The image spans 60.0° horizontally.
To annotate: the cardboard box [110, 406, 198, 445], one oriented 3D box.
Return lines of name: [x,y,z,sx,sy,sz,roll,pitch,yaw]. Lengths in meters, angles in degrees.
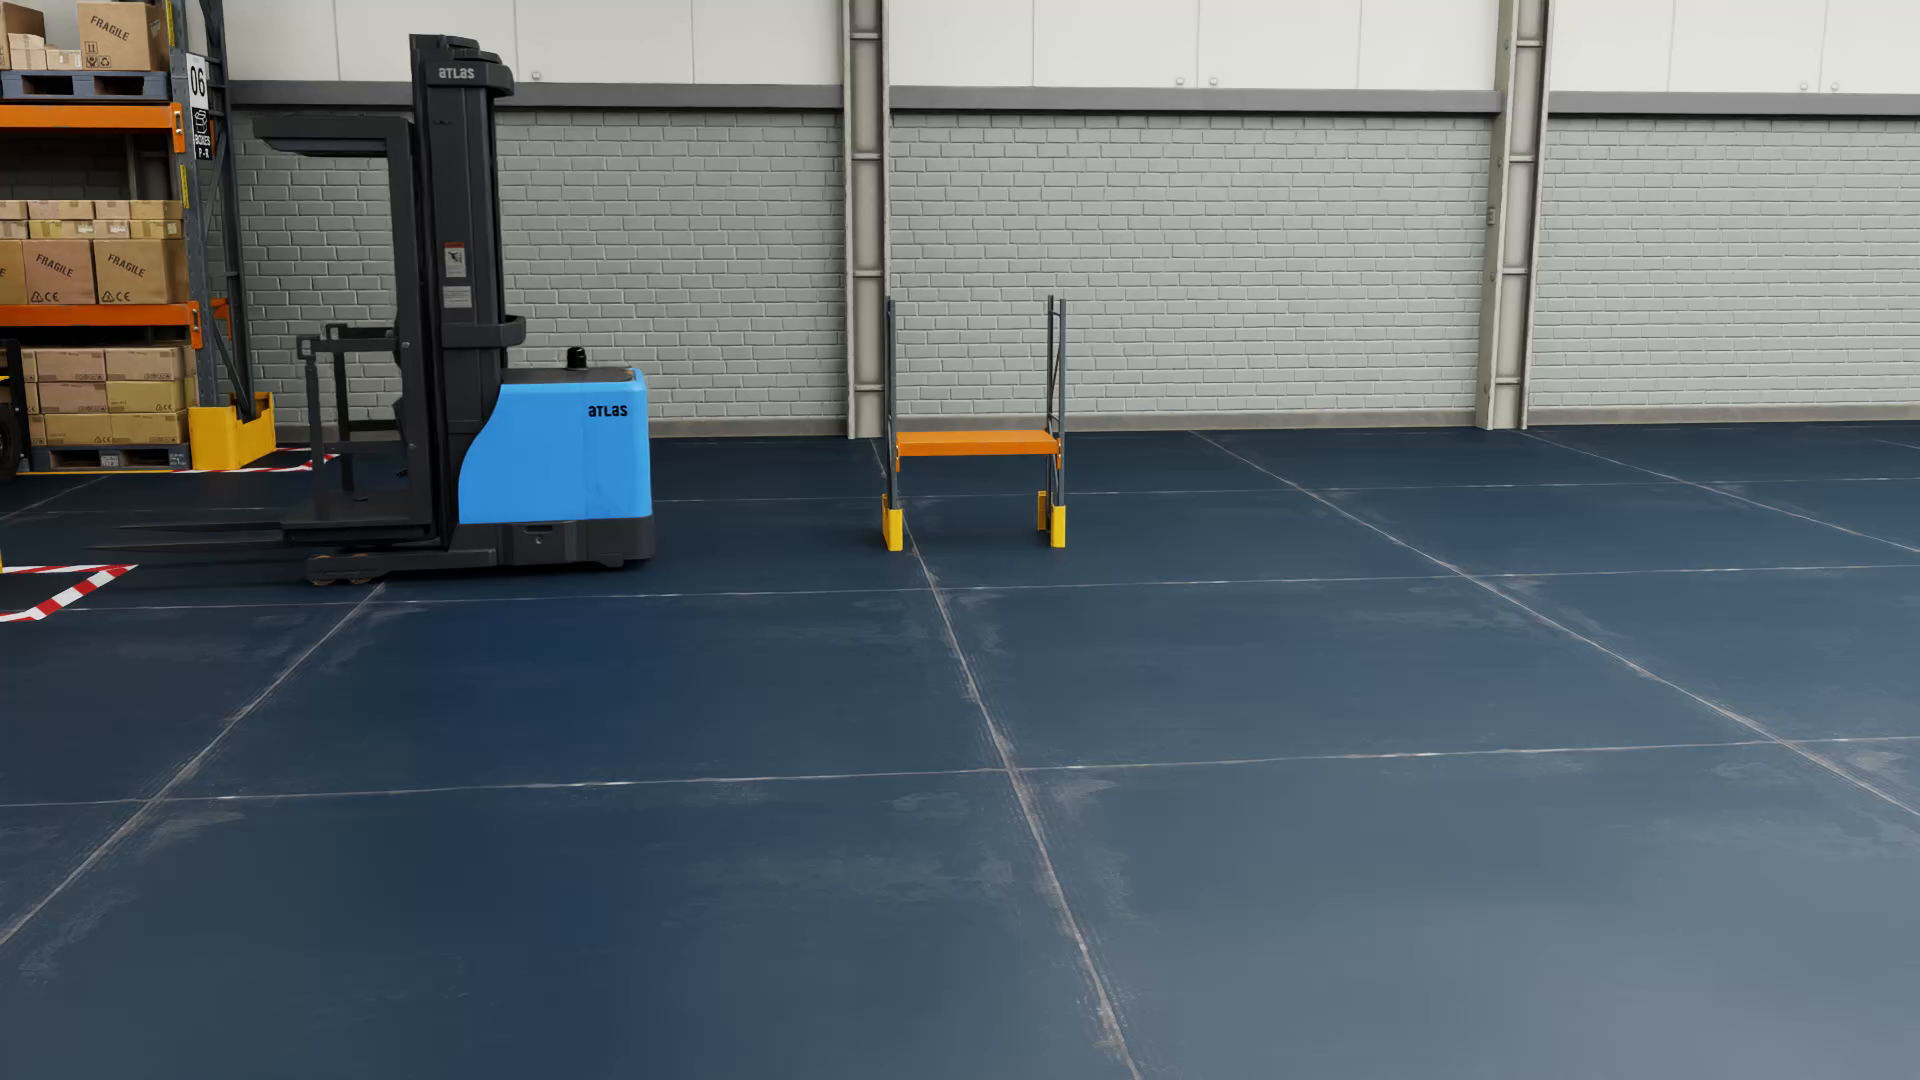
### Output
cardboard box: [-6.436,-0.921,13.314,0.500,0.250,0.500,-1,11,-6]

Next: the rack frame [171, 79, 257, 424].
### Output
rack frame: [-6.003,-2.134,13.447,0.127,3.000,1.000,-1,11,-6]

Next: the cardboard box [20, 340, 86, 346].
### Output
cardboard box: [-7.496,-1.488,13.610,0.500,0.250,0.500,-1,11,-6]

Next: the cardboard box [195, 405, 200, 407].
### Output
cardboard box: [-6.512,-1.018,13.810,0.500,0.250,0.500,-1,11,-6]

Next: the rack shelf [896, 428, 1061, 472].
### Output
rack shelf: [0.085,-0.561,10.267,1.000,0.185,0.538,-1,11,-6]

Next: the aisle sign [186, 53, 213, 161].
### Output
aisle sign: [-5.906,-3.355,12.917,0.004,0.787,0.394,-1,11,-6]

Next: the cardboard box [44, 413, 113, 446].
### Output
cardboard box: [-6.931,-0.912,13.270,0.500,0.250,0.500,-1,11,-6]

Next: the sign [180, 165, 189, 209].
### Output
sign: [-5.958,-2.714,12.782,0.005,0.325,0.100,-1,11,-6]

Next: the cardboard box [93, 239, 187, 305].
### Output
cardboard box: [-6.464,-2.122,13.129,0.500,0.500,0.500,-1,11,-7]

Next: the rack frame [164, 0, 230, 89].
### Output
rack frame: [-6.003,-5.078,12.868,0.127,3.000,1.000,-1,11,-6]

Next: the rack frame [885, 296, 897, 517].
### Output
rack frame: [-0.421,-0.727,10.179,0.032,1.500,0.500,-1,11,-6]

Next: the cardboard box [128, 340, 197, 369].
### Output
cardboard box: [-6.501,-1.508,13.709,0.500,0.250,0.500,-1,11,-7]

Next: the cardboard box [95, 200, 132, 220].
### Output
cardboard box: [-6.578,-2.588,13.046,0.250,0.149,0.380,-1,11,-6]

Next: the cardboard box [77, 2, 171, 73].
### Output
cardboard box: [-6.417,-3.854,12.813,0.500,0.500,0.500,-1,11,-4]

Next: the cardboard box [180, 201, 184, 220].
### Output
cardboard box: [-6.360,-2.681,13.519,0.250,0.149,0.380,-1,11,-7]

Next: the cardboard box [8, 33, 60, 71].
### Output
cardboard box: [-7.046,-3.714,12.710,0.258,0.266,0.396,-1,11,-6]

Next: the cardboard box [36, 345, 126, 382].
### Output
cardboard box: [-6.934,-1.400,13.162,0.500,0.250,0.500,-1,11,-5]

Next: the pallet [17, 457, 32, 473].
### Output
pallet: [-7.969,-0.717,13.468,1.213,0.211,1.003,-1,11,-6]

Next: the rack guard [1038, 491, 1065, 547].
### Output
rack guard: [0.571,-0.135,10.405,0.087,0.250,0.587,-1,11,-6]

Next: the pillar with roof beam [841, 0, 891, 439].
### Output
pillar with roof beam: [-0.363,-4.535,10.110,0.400,9.000,9.100,-1,11,-6]

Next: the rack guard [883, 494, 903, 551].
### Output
rack guard: [-0.419,-0.114,10.299,0.087,0.250,0.587,-1,11,-6]

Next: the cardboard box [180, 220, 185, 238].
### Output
cardboard box: [-6.368,-2.544,13.592,0.250,0.149,0.380,-1,11,-8]

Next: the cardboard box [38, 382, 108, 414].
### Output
cardboard box: [-6.953,-1.158,13.224,0.500,0.250,0.500,-1,11,-7]

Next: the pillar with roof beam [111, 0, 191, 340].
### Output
pillar with roof beam: [-6.327,-4.410,9.474,0.400,9.000,9.100,-1,11,-6]

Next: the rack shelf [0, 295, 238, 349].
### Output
rack shelf: [-7.991,-1.739,13.304,4.000,0.370,1.077,-1,11,-6]

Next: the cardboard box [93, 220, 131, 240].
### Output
cardboard box: [-6.568,-2.429,13.009,0.250,0.149,0.380,-1,11,-5]

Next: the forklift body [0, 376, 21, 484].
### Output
forklift body: [-7.691,-1.328,11.548,1.214,2.155,2.313,-1,11,-6]

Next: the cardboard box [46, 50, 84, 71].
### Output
cardboard box: [-6.794,-3.662,12.748,0.250,0.149,0.380,-2,11,-8]

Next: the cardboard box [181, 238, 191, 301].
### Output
cardboard box: [-6.525,-2.226,13.656,0.500,0.500,0.500,-1,11,-4]

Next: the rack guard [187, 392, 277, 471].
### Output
rack guard: [-5.979,-0.908,13.691,0.348,0.500,1.175,-1,11,-6]

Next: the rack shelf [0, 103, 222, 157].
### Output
rack shelf: [-7.991,-3.211,13.015,4.000,0.370,1.077,-1,11,-6]

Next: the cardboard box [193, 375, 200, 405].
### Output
cardboard box: [-6.493,-1.266,13.776,0.500,0.250,0.500,-1,11,-5]

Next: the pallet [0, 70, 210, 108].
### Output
pallet: [-6.709,-3.553,13.117,1.213,0.211,1.003,-1,11,-6]

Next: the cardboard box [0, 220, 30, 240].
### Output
cardboard box: [-7.341,-2.418,12.951,0.250,0.149,0.380,-2,11,-8]

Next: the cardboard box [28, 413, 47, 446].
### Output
cardboard box: [-7.430,-0.903,13.226,0.500,0.250,0.500,-1,11,-5]

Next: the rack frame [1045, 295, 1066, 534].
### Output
rack frame: [0.590,-0.748,10.286,0.032,1.500,0.500,-1,11,-6]

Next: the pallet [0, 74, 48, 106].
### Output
pallet: [-7.924,-3.527,12.984,1.213,0.211,1.003,-1,11,-6]

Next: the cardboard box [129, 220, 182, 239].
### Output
cardboard box: [-6.317,-2.440,13.065,0.250,0.149,0.380,-1,11,-5]

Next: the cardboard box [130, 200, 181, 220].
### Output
cardboard box: [-6.336,-2.599,13.103,0.250,0.149,0.380,-1,11,-6]

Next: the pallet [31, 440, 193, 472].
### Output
pallet: [-6.759,-0.742,13.594,1.213,0.211,1.003,-1,11,-6]

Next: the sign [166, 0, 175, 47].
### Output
sign: [-5.958,-3.897,12.549,0.005,0.325,0.100,-1,11,-6]

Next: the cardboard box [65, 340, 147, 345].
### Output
cardboard box: [-6.997,-1.497,13.653,0.500,0.250,0.500,-1,11,-6]

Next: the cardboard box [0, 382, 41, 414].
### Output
cardboard box: [-7.464,-1.143,13.149,0.500,0.250,0.500,-1,11,-7]

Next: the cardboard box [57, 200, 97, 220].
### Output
cardboard box: [-6.835,-2.578,12.992,0.250,0.149,0.380,-1,11,-5]

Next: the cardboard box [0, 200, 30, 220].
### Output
cardboard box: [-7.338,-2.560,12.902,0.250,0.149,0.380,-1,11,-5]

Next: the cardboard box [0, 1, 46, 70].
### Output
cardboard box: [-7.446,-3.852,12.802,0.500,0.500,0.700,-1,11,-6]

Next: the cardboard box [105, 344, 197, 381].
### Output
cardboard box: [-6.427,-1.412,13.222,0.500,0.250,0.500,-1,11,-4]

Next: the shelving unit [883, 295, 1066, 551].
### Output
shelving unit: [0.076,-0.738,10.231,1.083,1.500,0.587,-1,11,-6]

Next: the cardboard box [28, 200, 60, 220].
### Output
cardboard box: [-7.091,-2.587,13.038,0.250,0.149,0.380,-1,11,-6]

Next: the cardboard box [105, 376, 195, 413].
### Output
cardboard box: [-6.453,-1.166,13.267,0.500,0.250,0.500,-1,11,-7]

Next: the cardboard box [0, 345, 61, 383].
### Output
cardboard box: [-7.435,-1.388,13.099,0.500,0.250,0.500,-1,11,-5]

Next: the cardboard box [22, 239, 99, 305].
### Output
cardboard box: [-6.981,-2.113,13.083,0.500,0.500,0.500,-1,11,-4]

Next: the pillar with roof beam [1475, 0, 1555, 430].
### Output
pillar with roof beam: [5.602,-4.660,10.746,0.400,9.000,9.100,-1,11,-6]

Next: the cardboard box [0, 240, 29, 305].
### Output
cardboard box: [-7.490,-2.103,13.028,0.500,0.500,0.500,-1,11,-7]

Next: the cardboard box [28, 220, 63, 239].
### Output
cardboard box: [-7.080,-2.433,13.026,0.250,0.149,0.380,-1,11,-6]

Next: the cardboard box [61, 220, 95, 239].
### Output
cardboard box: [-6.833,-2.436,13.041,0.250,0.149,0.380,-1,11,-5]

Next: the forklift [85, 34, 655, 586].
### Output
forklift: [-3.320,-1.300,9.381,3.031,2.935,1.130,-2,11,-12]

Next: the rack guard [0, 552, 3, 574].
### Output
rack guard: [-5.539,0.046,8.838,0.348,0.500,1.175,-1,11,-6]
